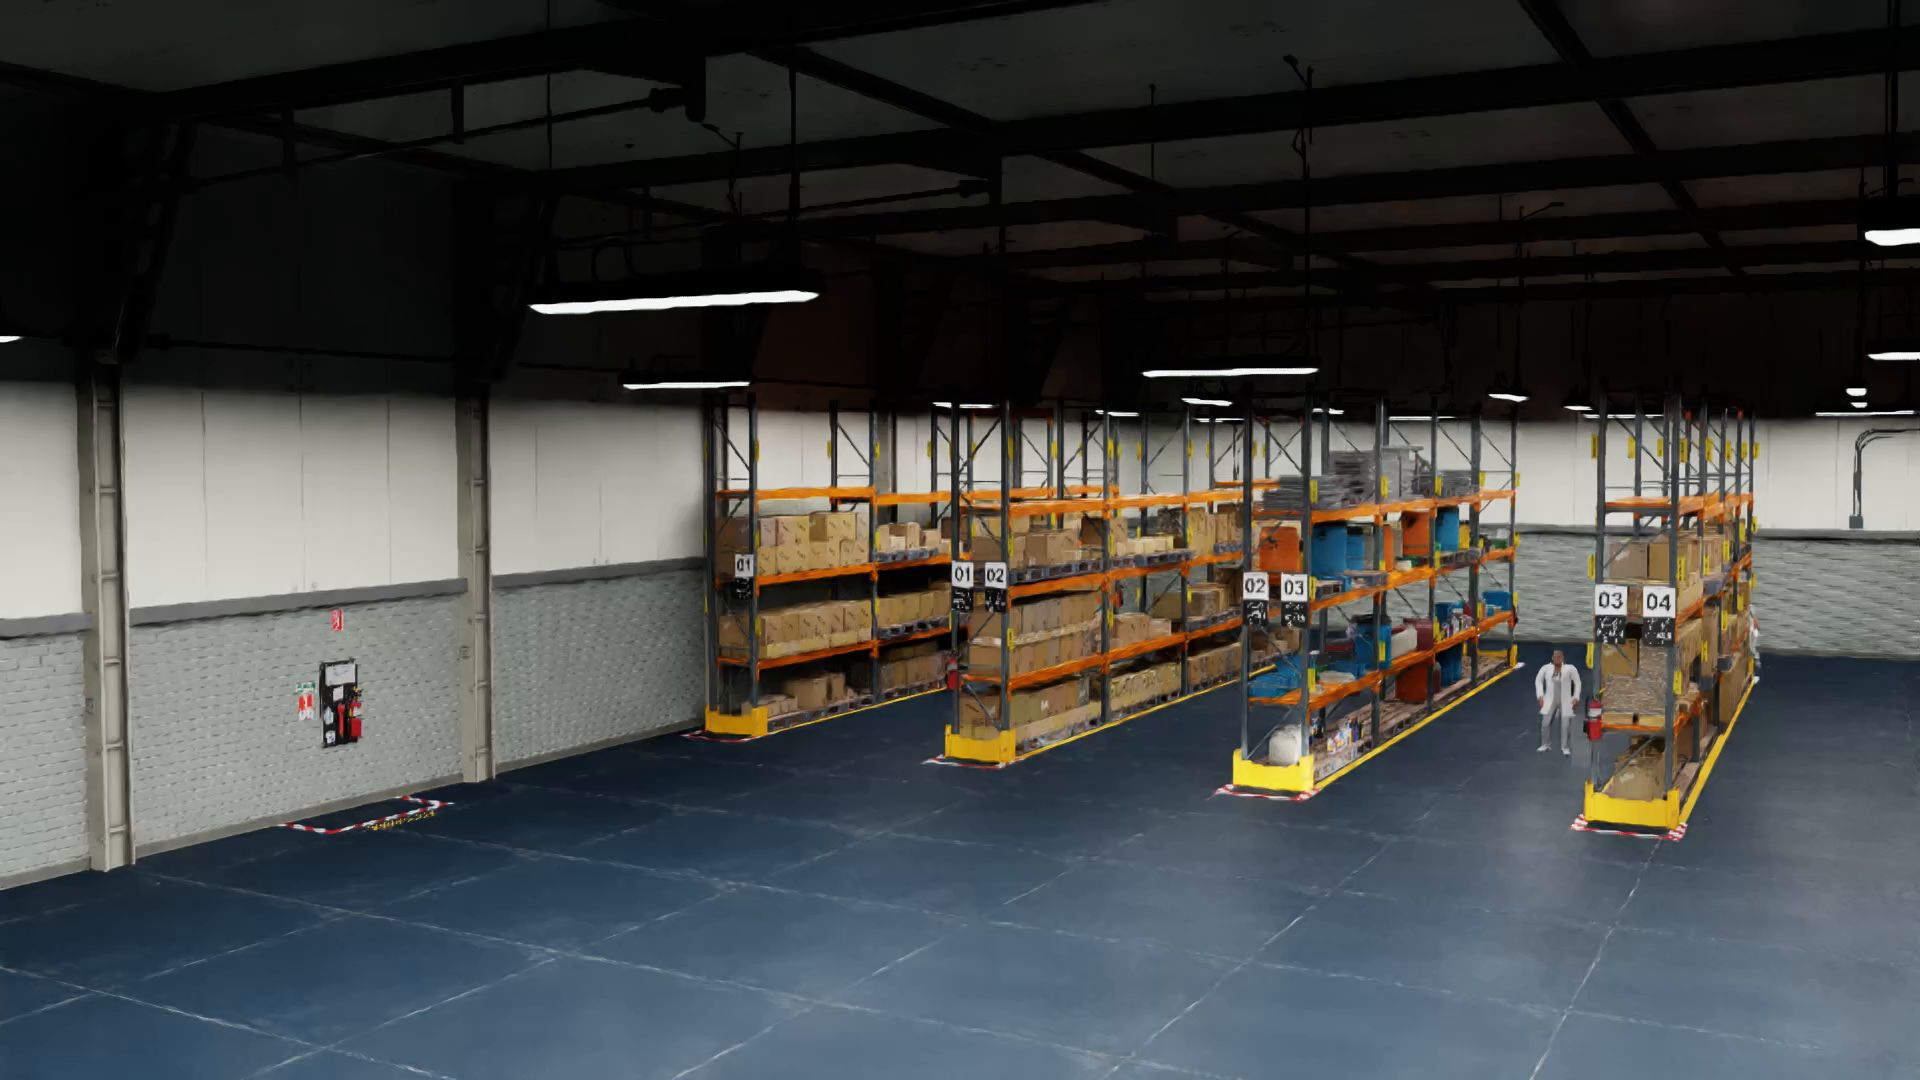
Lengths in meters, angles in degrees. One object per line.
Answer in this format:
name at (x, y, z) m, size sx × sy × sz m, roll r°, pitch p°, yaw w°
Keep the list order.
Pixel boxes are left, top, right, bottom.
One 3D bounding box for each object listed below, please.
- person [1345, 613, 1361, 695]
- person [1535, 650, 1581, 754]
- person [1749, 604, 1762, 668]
person at (8.094, 2.326, 34.126) m, size 0.598 × 1.644 × 0.554 m, roll -2°, pitch 4°, yaw -30°
person at (9.855, 2.753, 27.421) m, size 0.729 × 1.545 × 0.546 m, roll 2°, pitch 3°, yaw 27°
person at (17.971, 2.074, 37.882) m, size 0.576 × 1.775 × 0.582 m, roll -2°, pitch 3°, yaw -26°
